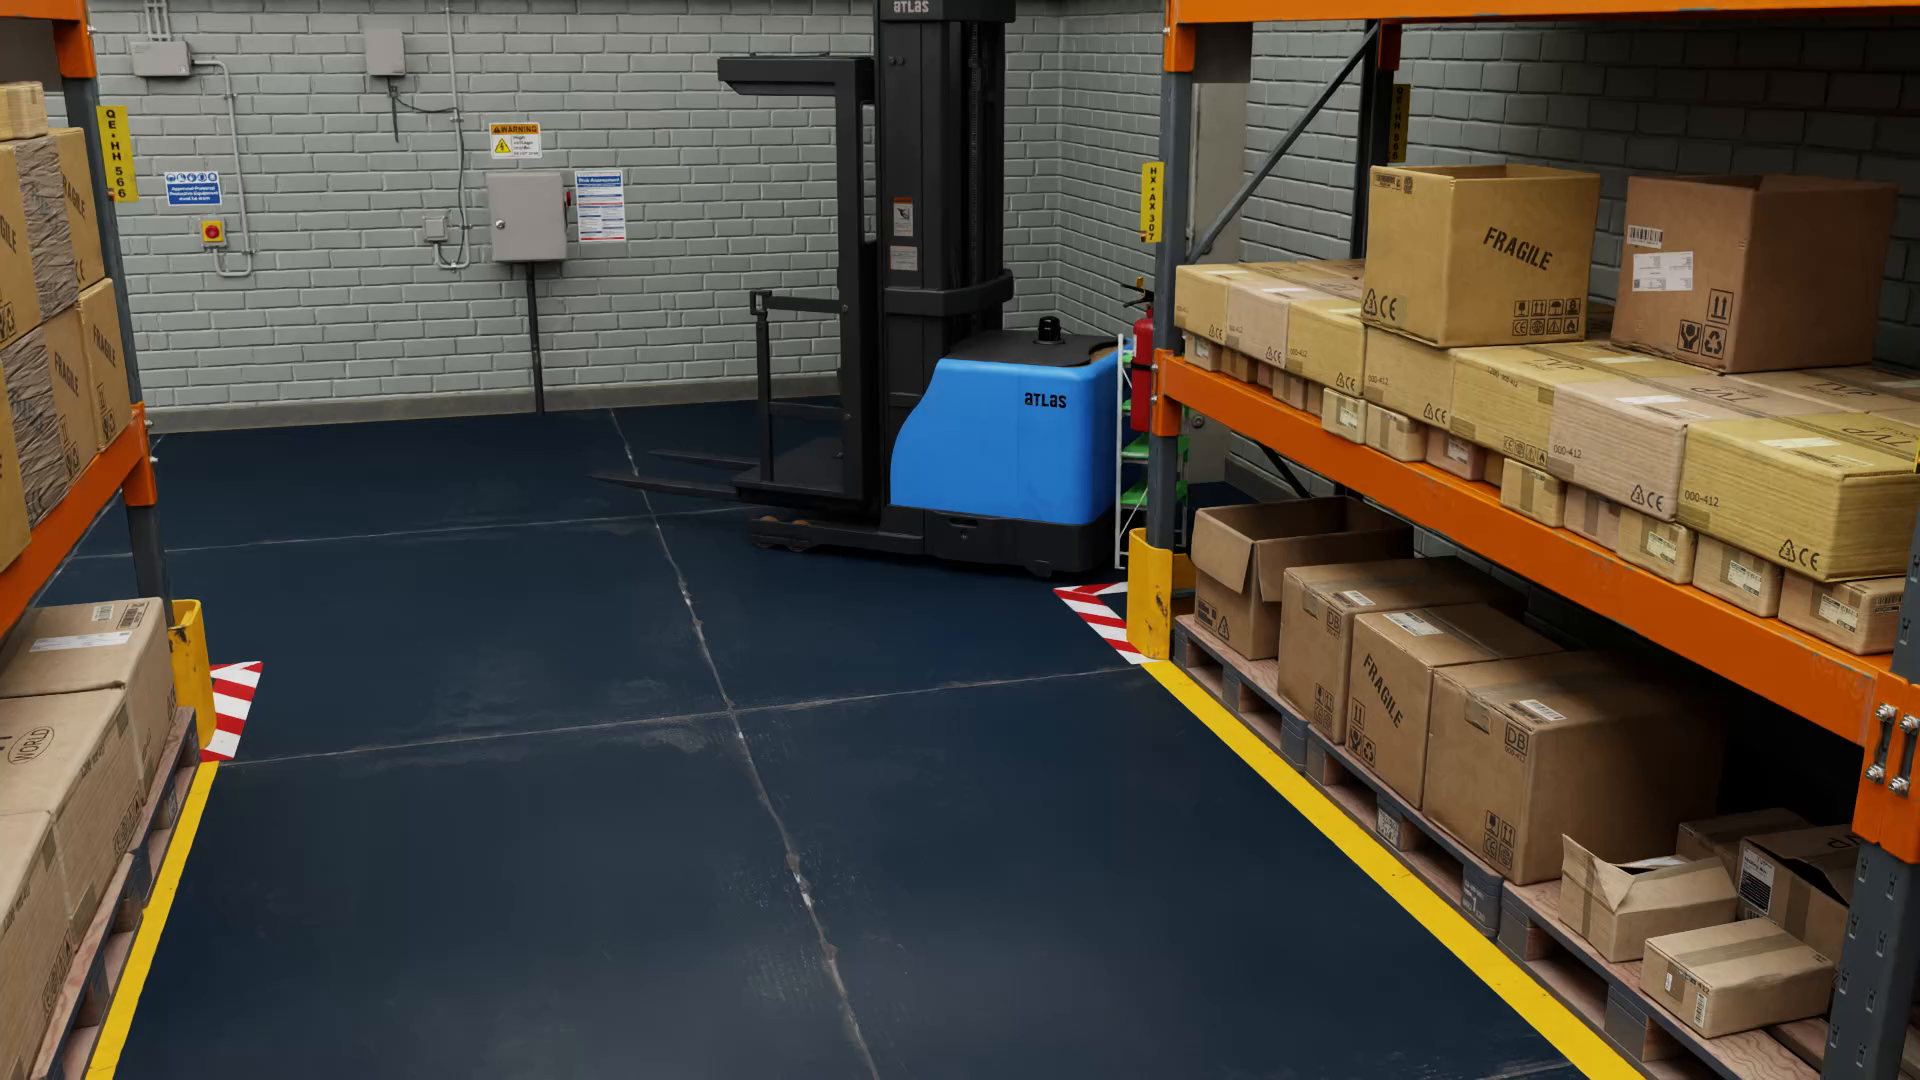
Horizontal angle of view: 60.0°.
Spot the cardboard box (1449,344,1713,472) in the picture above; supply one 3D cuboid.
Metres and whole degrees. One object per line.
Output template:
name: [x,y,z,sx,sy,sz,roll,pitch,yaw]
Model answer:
cardboard box: [1.768,-0.387,4.771,0.500,0.250,0.500,-5,17,-16]

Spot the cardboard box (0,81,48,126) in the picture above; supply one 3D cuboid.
cardboard box: [-3.161,-1.386,5.311,0.380,0.149,0.250,-4,17,-15]

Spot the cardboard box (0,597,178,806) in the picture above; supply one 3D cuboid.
cardboard box: [-3.174,0.569,5.567,0.875,0.438,0.875,-5,18,-17]

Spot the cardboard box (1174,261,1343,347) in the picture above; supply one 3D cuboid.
cardboard box: [1.185,-0.949,6.641,0.500,0.250,0.500,-5,17,-15]

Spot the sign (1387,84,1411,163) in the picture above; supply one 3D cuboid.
sign: [1.859,-1.769,7.066,0.100,0.325,0.005,-5,17,-15]

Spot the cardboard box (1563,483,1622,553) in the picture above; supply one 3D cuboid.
cardboard box: [1.855,-0.082,4.446,0.380,0.149,0.250,-4,17,-14]

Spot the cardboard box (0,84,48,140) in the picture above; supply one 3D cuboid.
cardboard box: [-2.916,-1.253,4.868,0.380,0.149,0.250,-5,17,-16]

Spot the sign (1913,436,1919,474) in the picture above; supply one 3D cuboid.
sign: [1.899,-0.288,3.193,0.100,0.325,0.005,-5,17,-15]

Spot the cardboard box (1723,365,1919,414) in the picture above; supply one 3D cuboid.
cardboard box: [2.398,-0.286,4.433,0.500,0.250,0.500,-5,17,-16]

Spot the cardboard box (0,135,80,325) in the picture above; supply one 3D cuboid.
cardboard box: [-2.919,-0.902,4.828,0.500,0.500,0.500,-5,17,-15]

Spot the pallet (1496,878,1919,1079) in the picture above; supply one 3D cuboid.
pallet: [2.231,1.227,4.501,1.003,0.211,1.213,-5,17,-15]

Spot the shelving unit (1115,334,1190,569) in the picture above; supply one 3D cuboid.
shelving unit: [0.987,-0.486,8.478,0.258,1.200,0.503,6,18,21]

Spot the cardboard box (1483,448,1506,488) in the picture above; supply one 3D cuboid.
cardboard box: [1.795,-0.230,4.941,0.380,0.149,0.250,-4,17,-14]

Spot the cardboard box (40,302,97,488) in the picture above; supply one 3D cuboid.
cardboard box: [-2.941,-0.427,4.986,0.500,0.500,0.500,-5,17,-16]

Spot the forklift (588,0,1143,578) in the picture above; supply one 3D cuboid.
forklift: [-0.577,-1.473,8.760,3.031,2.935,1.130,7,18,22]

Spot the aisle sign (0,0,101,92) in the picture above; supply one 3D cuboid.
aisle sign: [-3.174,-1.921,5.615,0.394,0.787,0.004,-5,17,-15]

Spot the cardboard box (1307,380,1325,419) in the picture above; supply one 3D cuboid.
cardboard box: [1.455,-0.508,5.865,0.380,0.149,0.250,-4,17,-14]

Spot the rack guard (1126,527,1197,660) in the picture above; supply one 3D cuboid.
rack guard: [1.340,0.193,7.440,1.175,0.500,0.348,-5,17,-15]

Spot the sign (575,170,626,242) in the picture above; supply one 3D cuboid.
sign: [-2.546,-2.366,11.780,0.329,0.494,0.001,-5,17,-15]

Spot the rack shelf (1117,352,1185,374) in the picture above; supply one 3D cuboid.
rack shelf: [0.983,-0.885,8.361,0.258,0.148,0.480,6,18,21]

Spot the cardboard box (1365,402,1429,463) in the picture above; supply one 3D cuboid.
cardboard box: [1.544,-0.361,5.375,0.380,0.149,0.250,-4,17,-14]

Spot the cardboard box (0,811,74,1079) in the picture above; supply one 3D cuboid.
cardboard box: [-2.669,1.071,3.896,0.875,0.438,0.875,-5,17,-17]

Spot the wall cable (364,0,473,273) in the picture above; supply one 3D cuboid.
wall cable: [-3.664,-2.791,11.265,0.588,1.984,0.122,-5,17,-15]

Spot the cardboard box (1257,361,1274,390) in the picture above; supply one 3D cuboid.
cardboard box: [1.366,-0.656,6.357,0.380,0.149,0.250,-5,17,-16]

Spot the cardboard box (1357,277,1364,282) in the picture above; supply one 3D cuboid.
cardboard box: [1.842,-0.847,6.300,0.500,0.250,0.500,-5,17,-15]

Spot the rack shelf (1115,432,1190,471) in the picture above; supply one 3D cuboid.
rack shelf: [0.988,-0.425,8.497,0.258,0.148,0.480,6,18,21]

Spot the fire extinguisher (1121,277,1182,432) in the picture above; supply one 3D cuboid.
fire extinguisher: [0.835,-0.814,7.229,0.296,0.674,0.183,-5,17,-15]

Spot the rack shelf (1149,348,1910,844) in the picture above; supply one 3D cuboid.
rack shelf: [1.869,-0.127,5.412,1.077,0.370,4.000,-5,17,-15]

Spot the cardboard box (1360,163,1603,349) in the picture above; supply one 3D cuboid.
cardboard box: [1.598,-0.893,5.152,0.500,0.500,0.500,-4,17,-14]

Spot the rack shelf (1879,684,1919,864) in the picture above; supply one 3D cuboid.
rack shelf: [2.968,0.979,1.729,1.077,0.370,4.000,-5,17,-15]

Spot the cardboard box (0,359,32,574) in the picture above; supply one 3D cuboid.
cardboard box: [-2.636,-0.144,4.042,0.500,0.500,0.500,-4,17,-14]

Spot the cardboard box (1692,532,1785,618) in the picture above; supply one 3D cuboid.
cardboard box: [1.996,0.063,3.965,0.380,0.149,0.250,-4,17,-14]

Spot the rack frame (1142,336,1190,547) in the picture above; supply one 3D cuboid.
rack frame: [1.079,-0.551,8.695,0.240,1.200,0.015,6,18,21]

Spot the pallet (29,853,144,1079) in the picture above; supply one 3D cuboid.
pallet: [-2.825,1.256,4.405,1.003,0.211,1.213,-5,17,-15]

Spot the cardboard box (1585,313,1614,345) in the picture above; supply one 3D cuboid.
cardboard box: [2.117,-0.565,5.362,0.500,0.250,0.500,-5,17,-15]

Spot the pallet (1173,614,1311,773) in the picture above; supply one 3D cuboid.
pallet: [1.560,0.552,6.748,1.003,0.211,1.213,-5,17,-15]

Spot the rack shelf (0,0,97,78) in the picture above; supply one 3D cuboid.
rack shelf: [-2.902,-1.170,3.671,1.077,0.370,4.000,-5,17,-15]

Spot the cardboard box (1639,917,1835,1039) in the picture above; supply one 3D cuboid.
cardboard box: [1.983,1.115,4.253,0.380,0.149,0.250,-5,18,-17]

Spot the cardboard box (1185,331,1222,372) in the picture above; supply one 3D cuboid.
cardboard box: [1.146,-0.792,6.812,0.380,0.149,0.250,-5,17,-16]

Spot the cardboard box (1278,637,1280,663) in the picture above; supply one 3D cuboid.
cardboard box: [1.476,0.436,6.511,0.380,0.149,0.250,-5,18,-17]

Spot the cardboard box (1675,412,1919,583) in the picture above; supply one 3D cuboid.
cardboard box: [2.044,-0.111,3.851,0.500,0.250,0.500,-4,17,-14]

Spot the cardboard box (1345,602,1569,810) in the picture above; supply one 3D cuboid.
cardboard box: [1.643,0.541,5.551,0.500,0.500,0.500,-4,17,-14]

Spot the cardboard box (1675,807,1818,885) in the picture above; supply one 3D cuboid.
cardboard box: [2.345,0.924,4.887,0.380,0.149,0.250,-5,17,-16]

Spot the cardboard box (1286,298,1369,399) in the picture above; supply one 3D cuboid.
cardboard box: [1.466,-0.670,5.711,0.500,0.250,0.500,-5,17,-16]

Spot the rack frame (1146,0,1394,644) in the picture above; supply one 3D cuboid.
rack frame: [1.320,-1.025,7.151,1.000,3.000,0.127,-5,17,-15]
